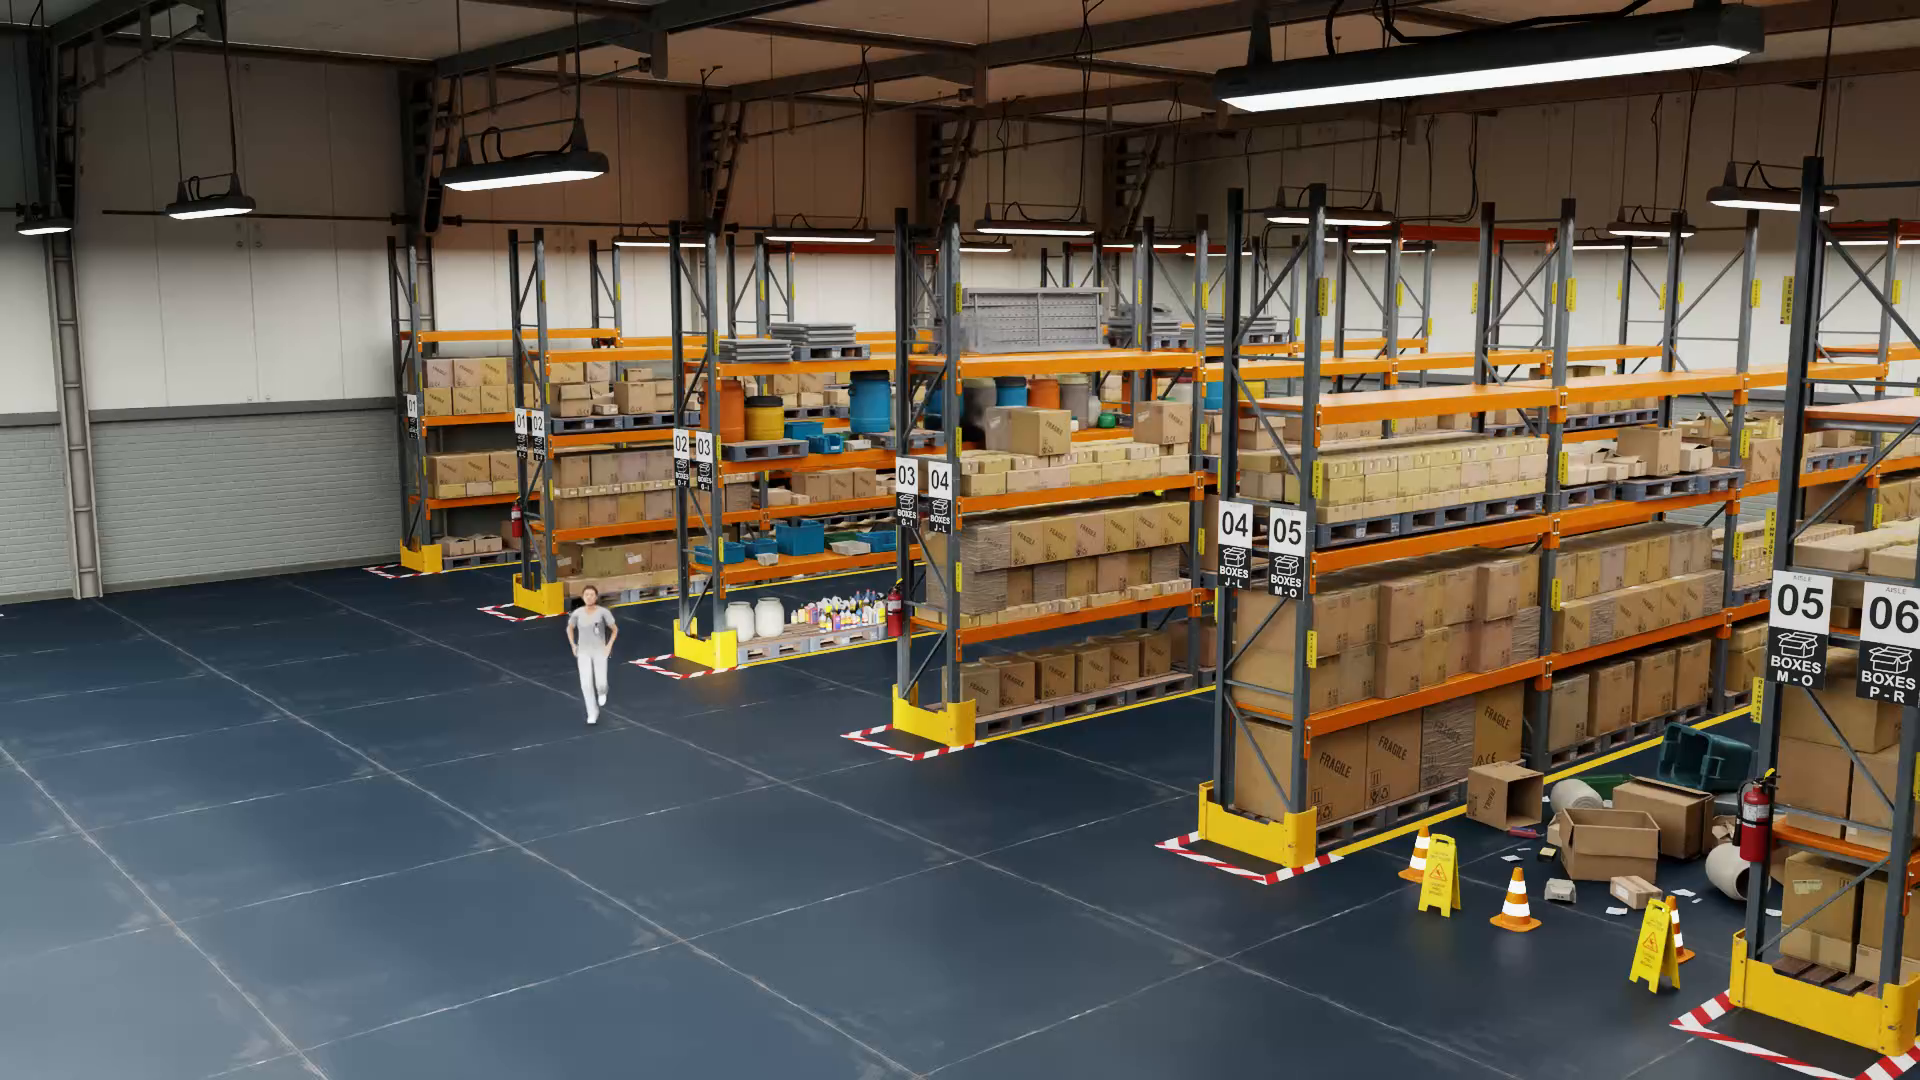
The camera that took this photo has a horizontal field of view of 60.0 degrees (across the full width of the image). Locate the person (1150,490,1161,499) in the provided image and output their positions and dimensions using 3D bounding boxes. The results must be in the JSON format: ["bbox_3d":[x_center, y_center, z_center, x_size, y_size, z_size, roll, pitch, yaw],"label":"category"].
[{"bbox_3d":[2.932,0.094,25.410,0.686,1.828,0.794,8,12,42],"label":"person"}]

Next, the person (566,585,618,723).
[{"bbox_3d":[-4.376,1.332,19.805,0.605,1.619,0.683,-1,9,-6],"label":"person"}]

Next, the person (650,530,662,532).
[{"bbox_3d":[-5.356,-0.216,29.464,0.651,1.738,0.613,8,12,43],"label":"person"}]
